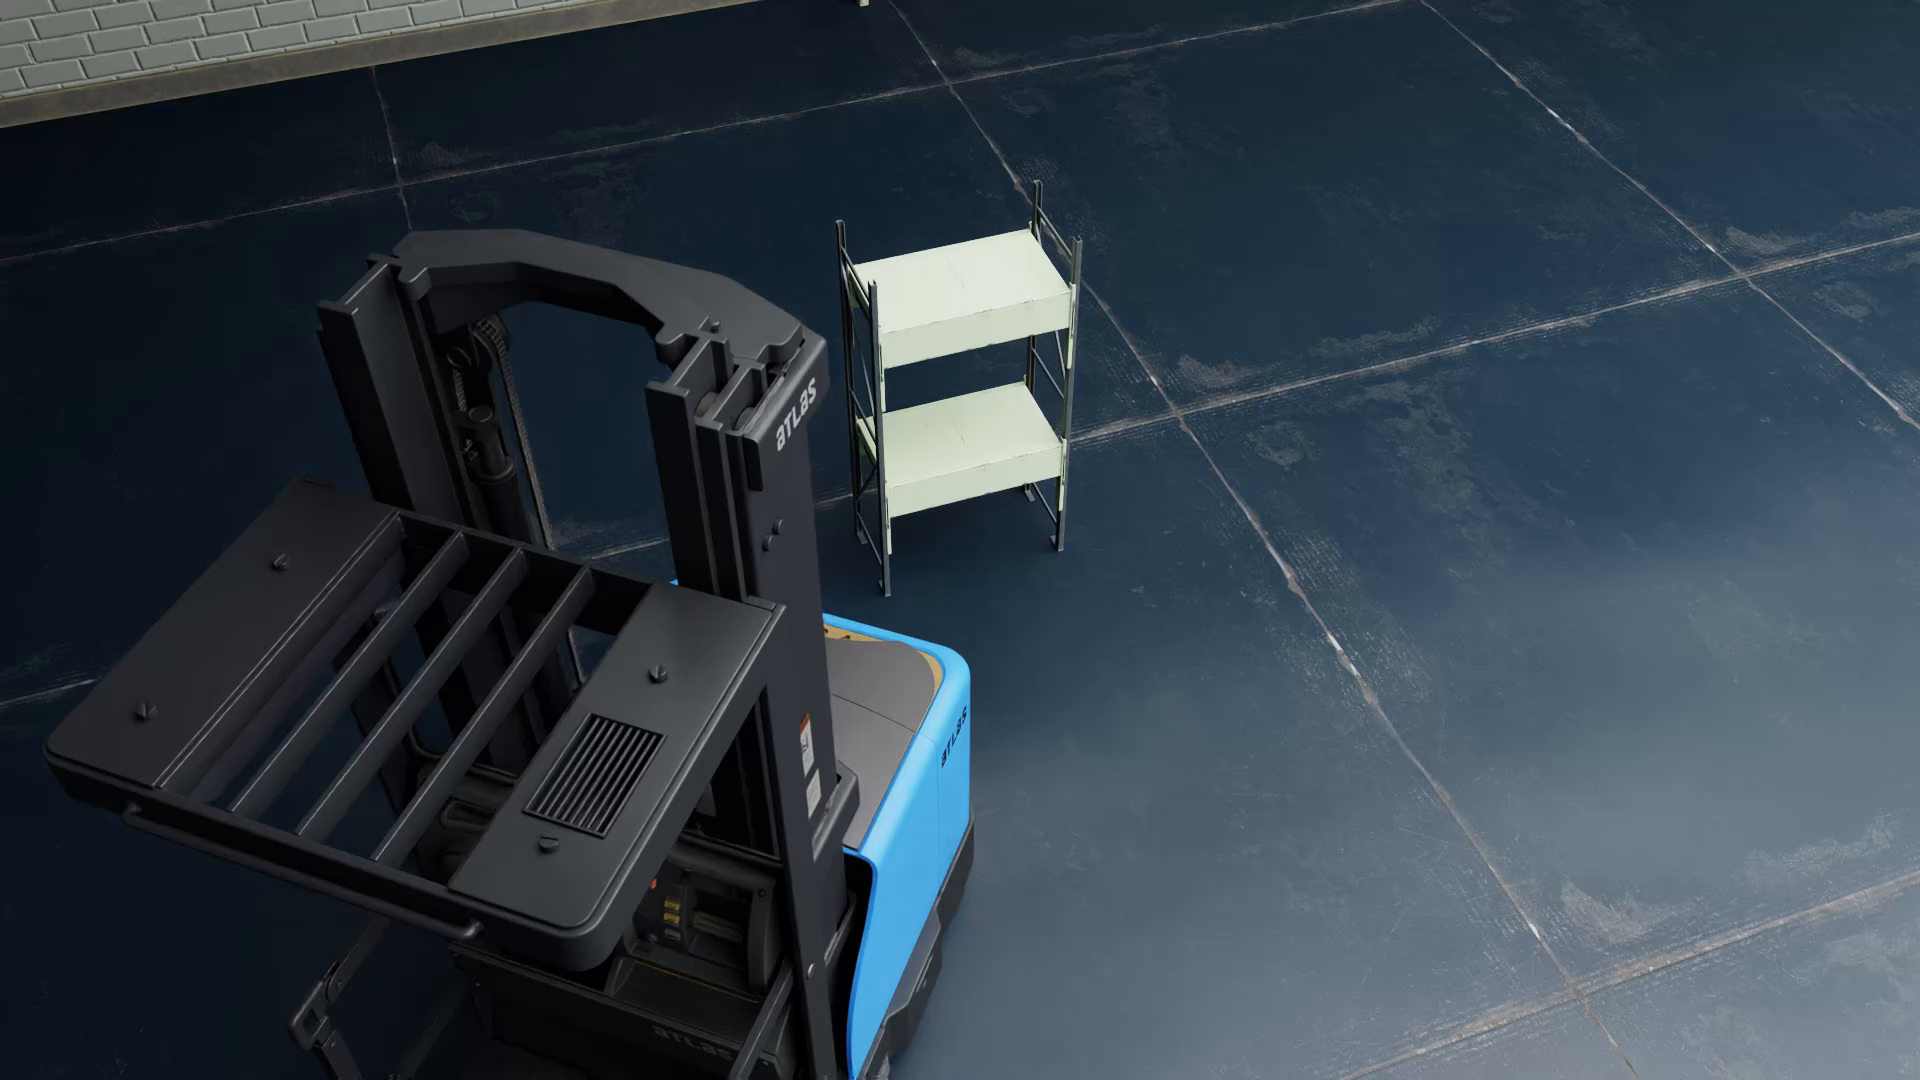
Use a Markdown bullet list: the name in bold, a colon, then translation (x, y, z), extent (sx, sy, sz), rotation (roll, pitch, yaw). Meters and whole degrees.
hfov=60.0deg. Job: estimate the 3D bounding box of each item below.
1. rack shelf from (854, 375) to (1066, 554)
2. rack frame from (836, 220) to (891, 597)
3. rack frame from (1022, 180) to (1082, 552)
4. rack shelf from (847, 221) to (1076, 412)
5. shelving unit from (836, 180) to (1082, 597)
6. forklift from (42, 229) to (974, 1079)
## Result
- **rack shelf**: translation (-0.006, -0.298, 6.448), extent (0.720, 0.370, 0.431), rotation (-14, 47, -14)
- **rack frame**: translation (-0.351, -0.440, 6.129), extent (0.023, 1.500, 0.400), rotation (-14, 47, -14)
- **rack frame**: translation (0.338, -0.616, 6.305), extent (0.023, 1.500, 0.400), rotation (-14, 47, -14)
- **rack shelf**: translation (-0.006, -0.803, 5.941), extent (0.720, 0.370, 0.431), rotation (-14, 47, -14)
- **shelving unit**: translation (-0.006, -0.528, 6.217), extent (0.755, 1.500, 0.431), rotation (-14, 47, -14)
- **forklift**: translation (-0.939, 0.919, 3.765), extent (1.130, 2.935, 3.031), rotation (15, 47, 14)
